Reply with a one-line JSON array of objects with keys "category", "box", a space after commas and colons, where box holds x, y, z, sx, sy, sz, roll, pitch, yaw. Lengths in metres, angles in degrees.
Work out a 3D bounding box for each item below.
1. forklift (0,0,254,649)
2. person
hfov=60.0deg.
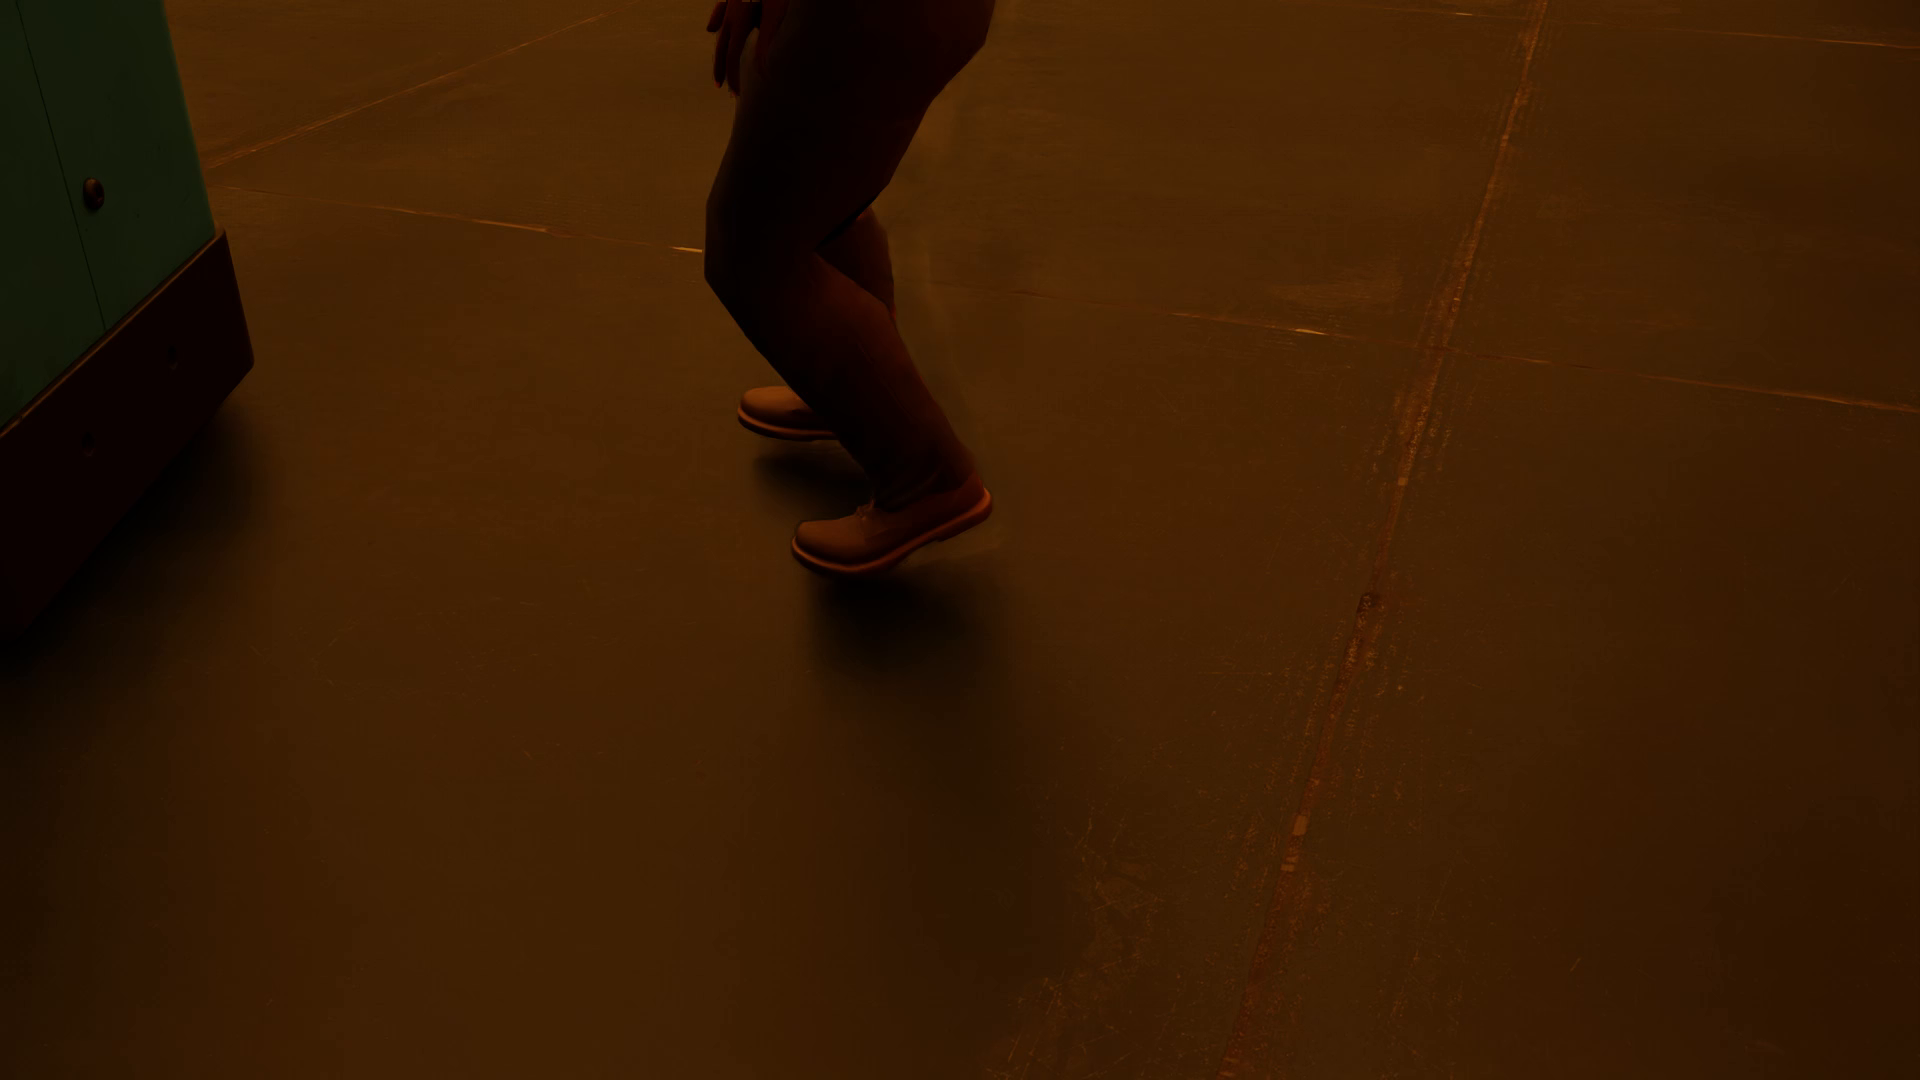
[{"category": "forklift", "box": [-2.730, -1.284, 1.794, 3.031, 2.935, 1.130, -1, 30, -1]}, {"category": "person", "box": [-0.151, -0.732, 2.118, 0.479, 1.590, 0.655, 2, 30, 4]}]
